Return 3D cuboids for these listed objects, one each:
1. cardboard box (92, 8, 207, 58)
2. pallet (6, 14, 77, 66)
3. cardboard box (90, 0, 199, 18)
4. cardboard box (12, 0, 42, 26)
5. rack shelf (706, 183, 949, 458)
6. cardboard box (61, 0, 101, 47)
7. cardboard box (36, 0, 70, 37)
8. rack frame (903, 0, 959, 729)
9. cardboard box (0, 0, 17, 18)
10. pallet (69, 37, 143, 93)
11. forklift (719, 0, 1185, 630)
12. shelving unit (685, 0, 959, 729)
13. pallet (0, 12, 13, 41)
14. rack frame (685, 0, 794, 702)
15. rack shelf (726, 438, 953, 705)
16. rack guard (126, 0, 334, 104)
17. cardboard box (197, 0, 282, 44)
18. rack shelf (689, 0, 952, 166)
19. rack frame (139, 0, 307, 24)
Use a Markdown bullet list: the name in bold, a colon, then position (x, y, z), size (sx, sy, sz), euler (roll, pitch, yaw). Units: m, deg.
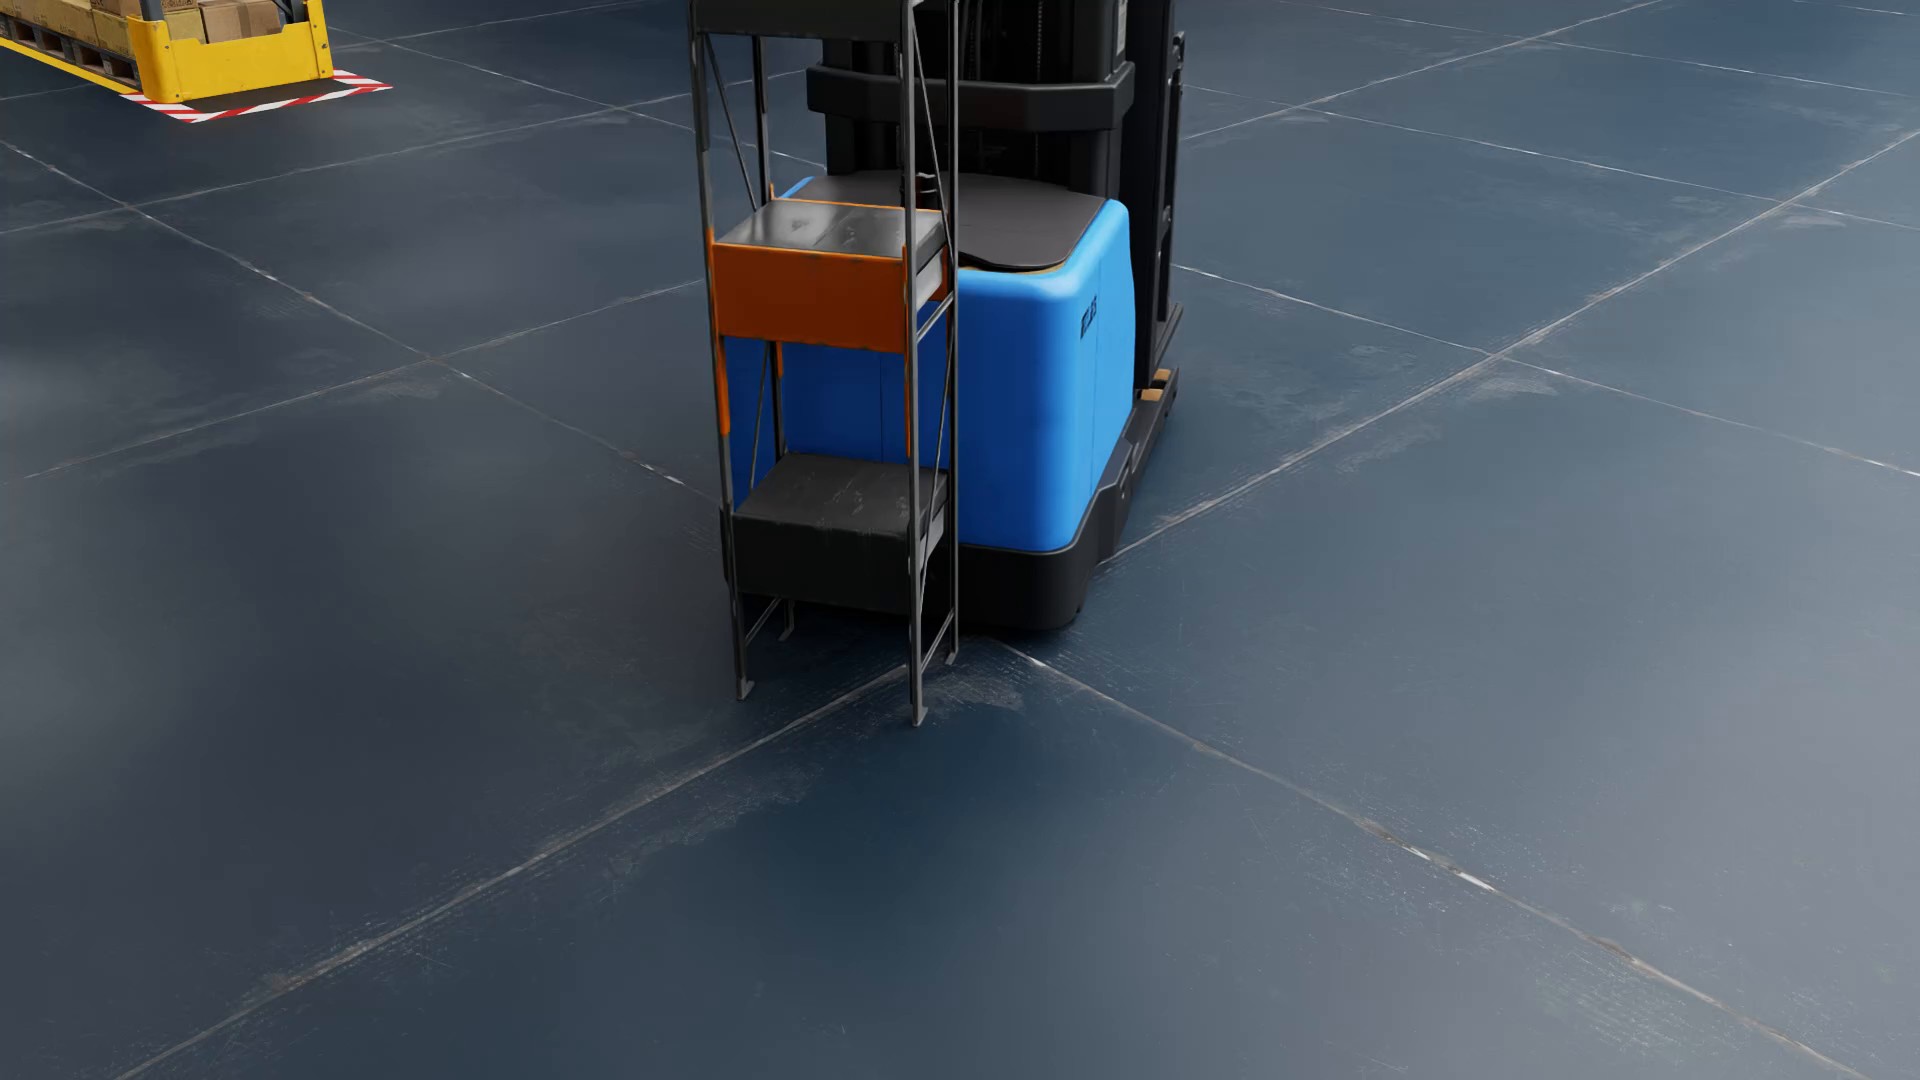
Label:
- **cardboard box**: position (-5.328, -3.368, 10.935), size (0.500, 0.250, 0.500), euler (25, 36, 38)
- **pallet**: position (-6.179, -3.722, 12.101), size (1.213, 0.211, 1.003), euler (25, 36, 38)
- **cardboard box**: position (-5.330, -3.699, 10.759), size (0.500, 0.500, 0.500), euler (25, 36, 38)
- **cardboard box**: position (-6.406, -3.853, 11.859), size (0.500, 0.250, 0.500), euler (25, 36, 38)
- **rack shelf**: position (-0.299, -0.546, 4.062), size (0.480, 0.518, 0.431), euler (7, 29, 13)
- **cardboard box**: position (-5.693, -3.527, 11.238), size (0.500, 0.250, 0.500), euler (25, 36, 38)
- **cardboard box**: position (-6.051, -3.690, 11.547), size (0.500, 0.250, 0.500), euler (25, 36, 38)
- **rack frame**: position (-0.063, -0.529, 3.999), size (0.015, 2.100, 0.400), euler (7, 29, 13)
- **cardboard box**: position (-6.767, -4.015, 12.165), size (0.500, 0.250, 0.500), euler (25, 36, 38)
- **pallet**: position (-5.314, -3.324, 11.344), size (1.213, 0.211, 1.003), euler (25, 36, 38)
- **forklift**: position (0.182, -1.715, 5.362), size (1.130, 2.935, 3.031), euler (7, 29, 13)
- **shelving unit**: position (-0.299, -0.558, 4.056), size (0.503, 2.100, 0.431), euler (7, 29, 13)
- **pallet**: position (-7.053, -4.120, 12.858), size (1.213, 0.211, 1.003), euler (25, 36, 38)
- **rack frame**: position (-0.535, -0.588, 4.112), size (0.015, 2.100, 0.400), euler (7, 29, 13)
- **rack shelf**: position (-0.299, 0.073, 4.388), size (0.480, 0.518, 0.431), euler (7, 29, 13)
- **rack guard**: position (-4.722, -3.208, 10.814), size (0.348, 0.500, 1.175), euler (25, 36, 38)
- **cardboard box**: position (-4.965, -3.540, 11.262), size (0.500, 0.250, 0.500), euler (25, 36, 38)
- **rack shelf**: position (-0.299, -1.166, 3.736), size (0.480, 0.518, 0.431), euler (7, 29, 13)
- **rack frame**: position (-4.739, -4.322, 10.247), size (0.127, 3.000, 1.000), euler (25, 36, 38)
